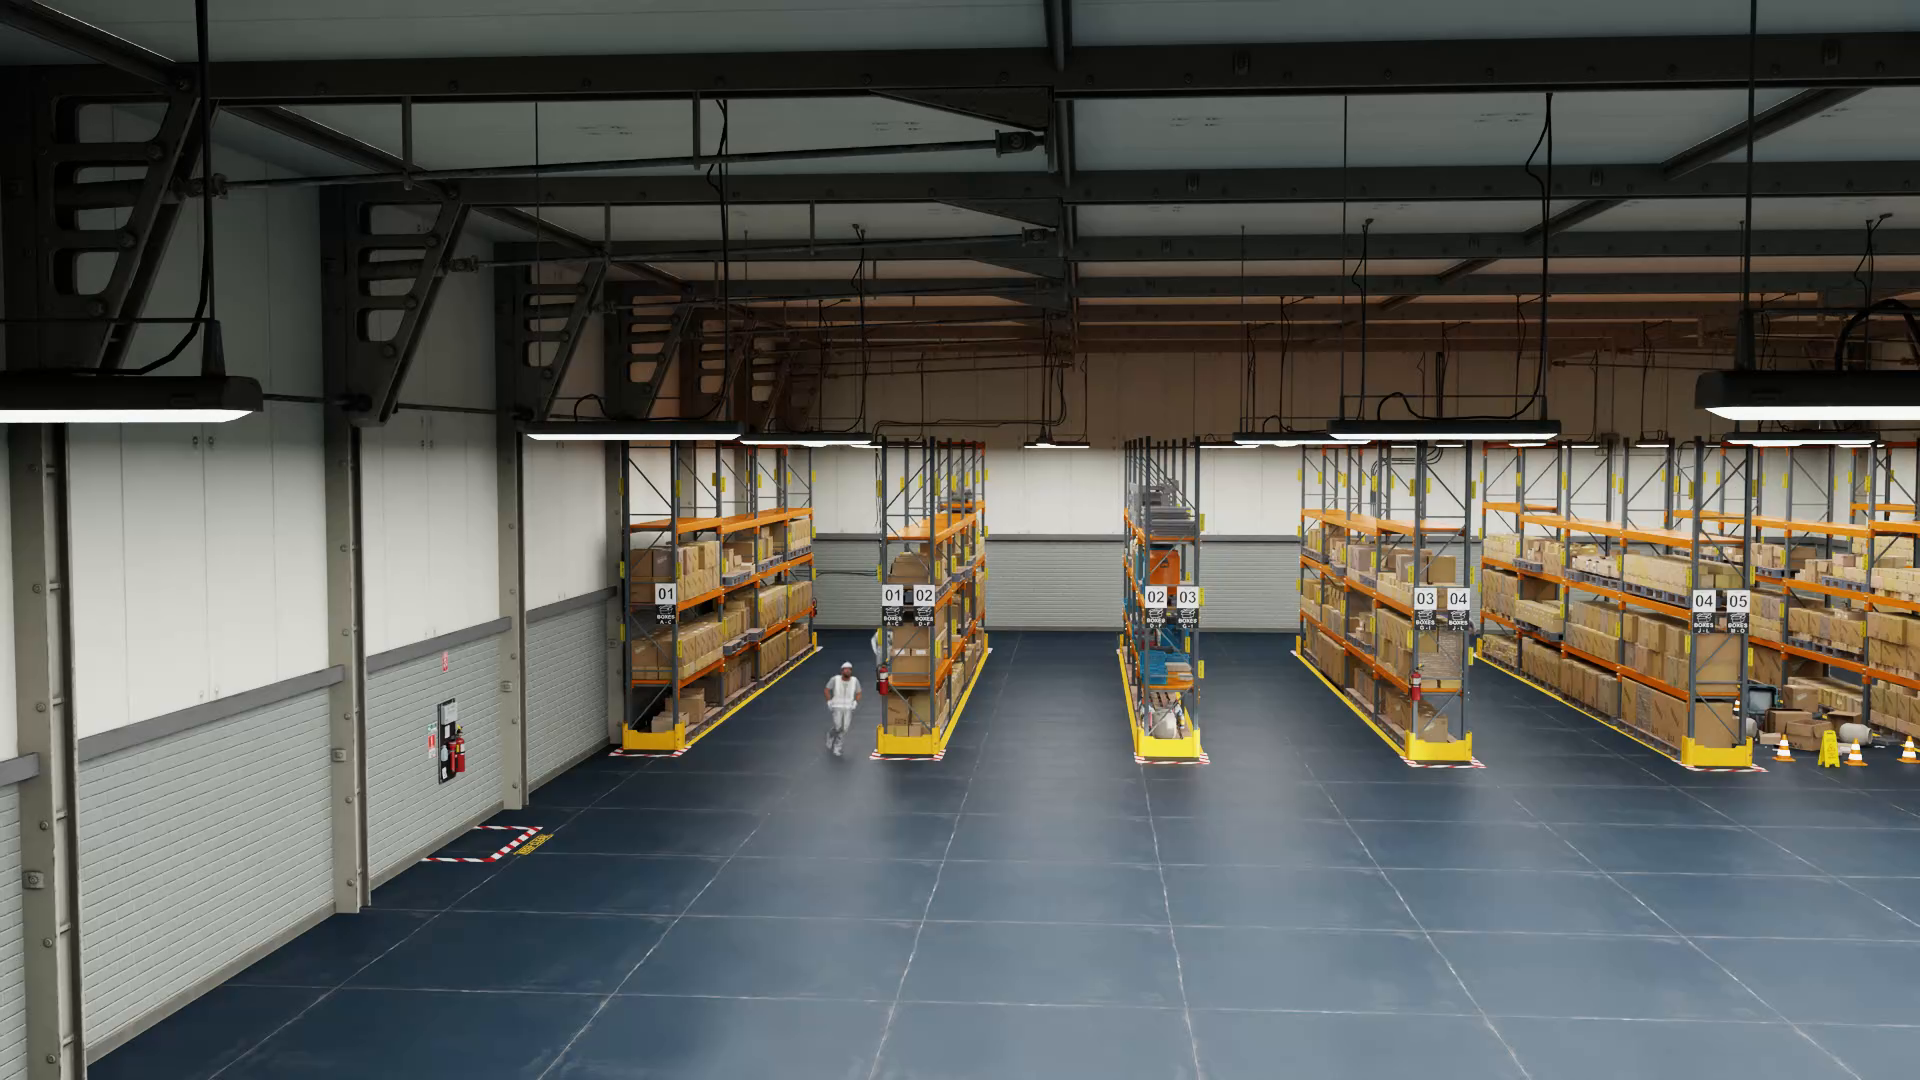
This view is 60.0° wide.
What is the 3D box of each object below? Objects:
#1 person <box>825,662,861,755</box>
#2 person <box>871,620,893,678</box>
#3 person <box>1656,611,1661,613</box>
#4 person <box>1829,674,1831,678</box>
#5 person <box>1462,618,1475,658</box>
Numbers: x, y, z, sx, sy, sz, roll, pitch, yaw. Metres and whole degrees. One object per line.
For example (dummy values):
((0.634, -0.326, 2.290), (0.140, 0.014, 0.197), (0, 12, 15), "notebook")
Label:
((-2.193, 3.186, 31.472), (0.679, 1.752, 0.564), (-1, 3, -17), "person")
((-1.834, 2.743, 40.095), (0.662, 1.669, 0.509), (0, 3, 6), "person")
((20.146, 2.299, 47.304), (0.955, 1.774, 0.684), (2, 4, 34), "person")
((20.901, 2.705, 40.115), (0.663, 1.748, 0.780), (0, 3, 2), "person")
((13.165, 2.600, 43.505), (0.581, 1.638, 0.658), (0, 3, 6), "person")
